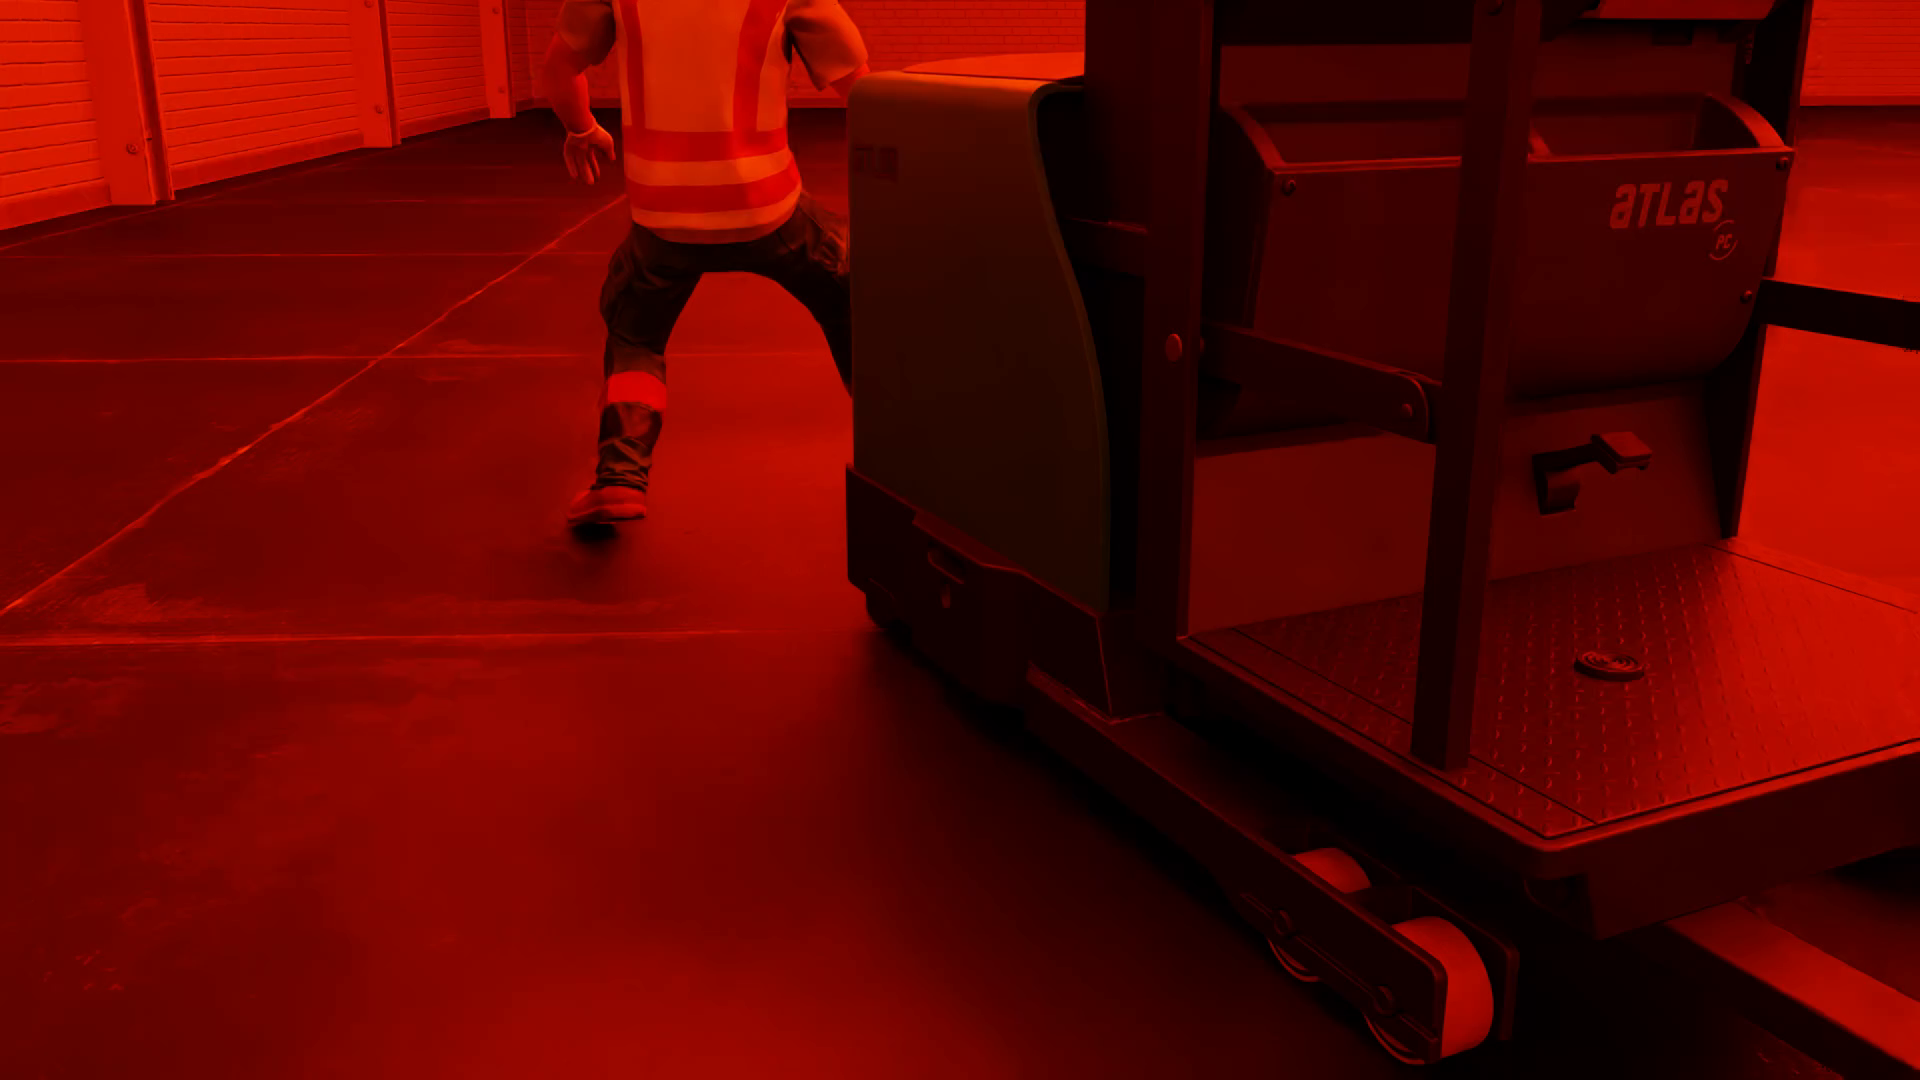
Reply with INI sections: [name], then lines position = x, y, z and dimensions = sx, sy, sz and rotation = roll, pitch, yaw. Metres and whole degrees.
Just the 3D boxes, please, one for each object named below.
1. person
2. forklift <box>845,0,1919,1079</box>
[person]
position = -0.519, -0.874, 4.016
dimensions = 0.932, 1.628, 0.918
rotation = 2, 17, 6
[forklift]
position = 0.866, -0.940, 1.982
dimensions = 1.130, 2.935, 3.031
rotation = -8, 19, -25
